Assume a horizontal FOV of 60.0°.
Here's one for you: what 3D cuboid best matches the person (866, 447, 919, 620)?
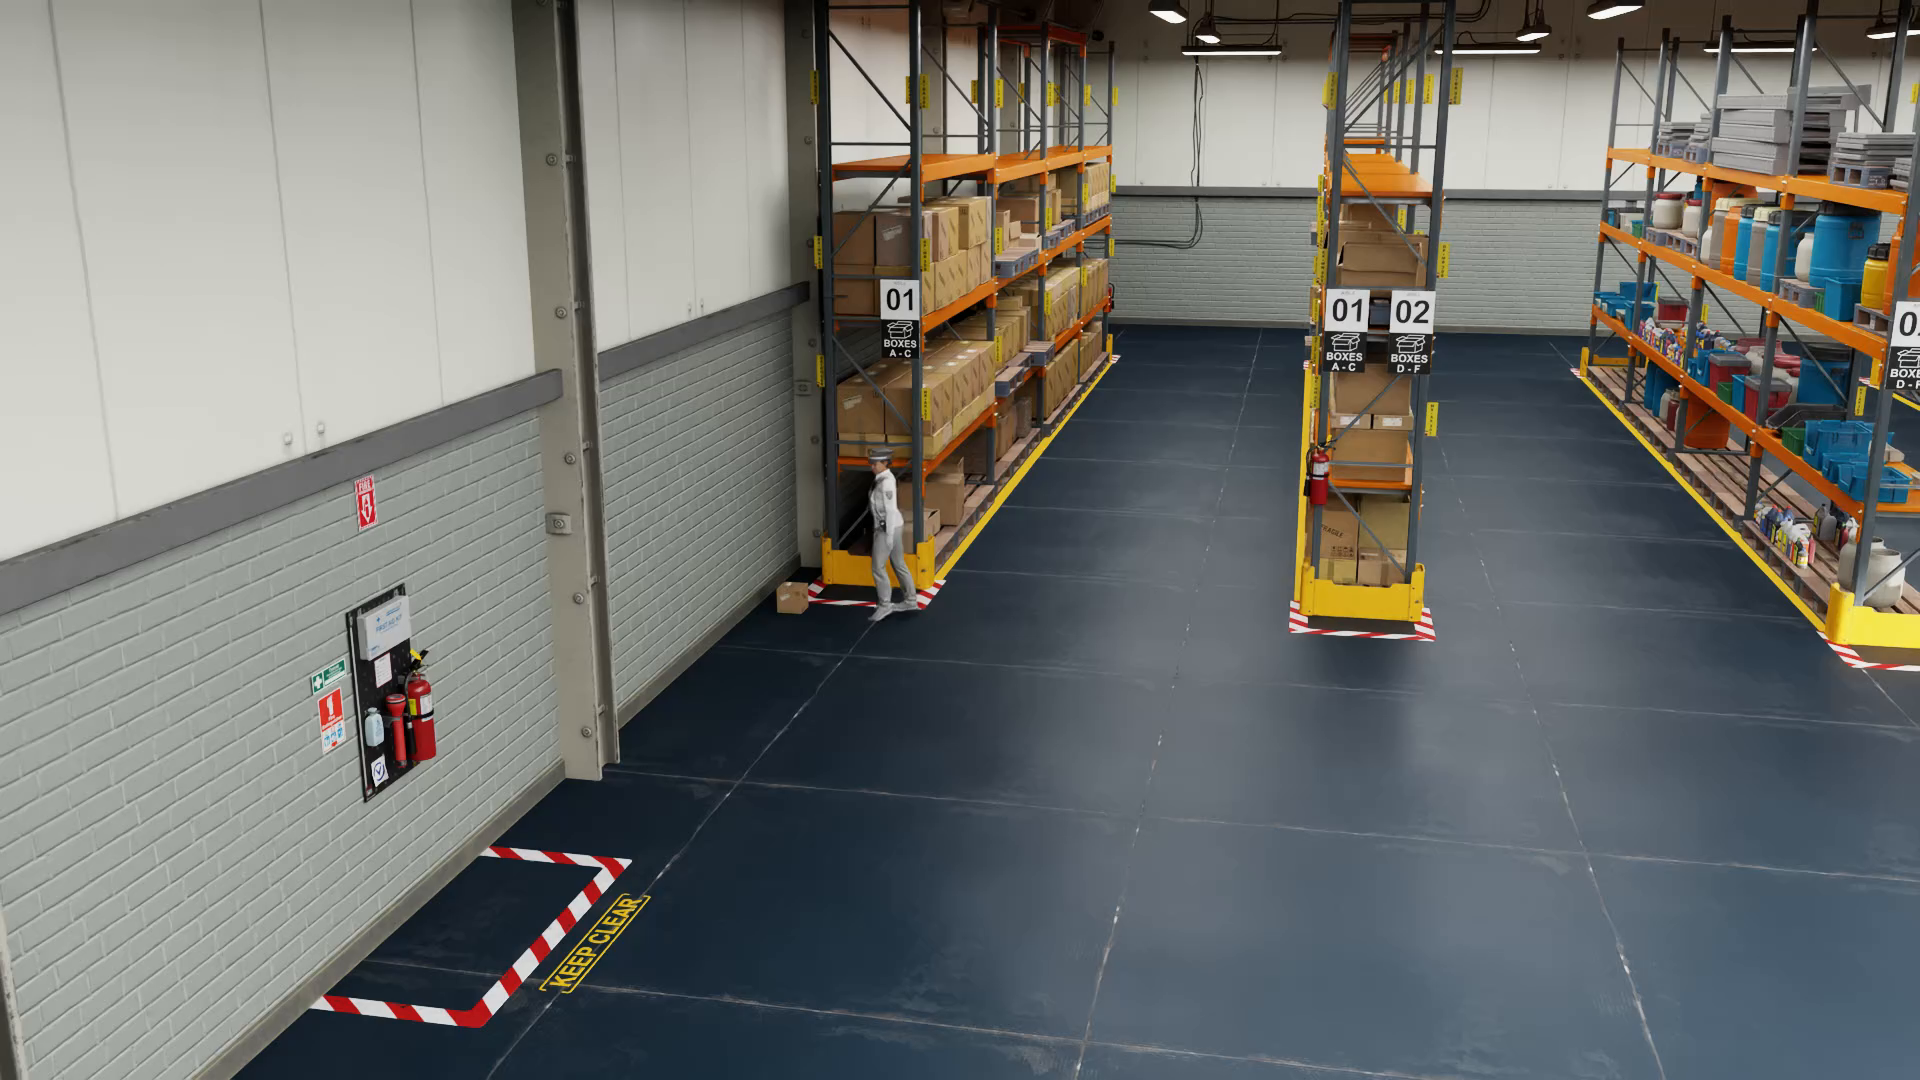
[{"bbox_3d":[-0.662,-0.060,16.281,0.504,1.713,0.509,0,15,1],"label":"person"}]
